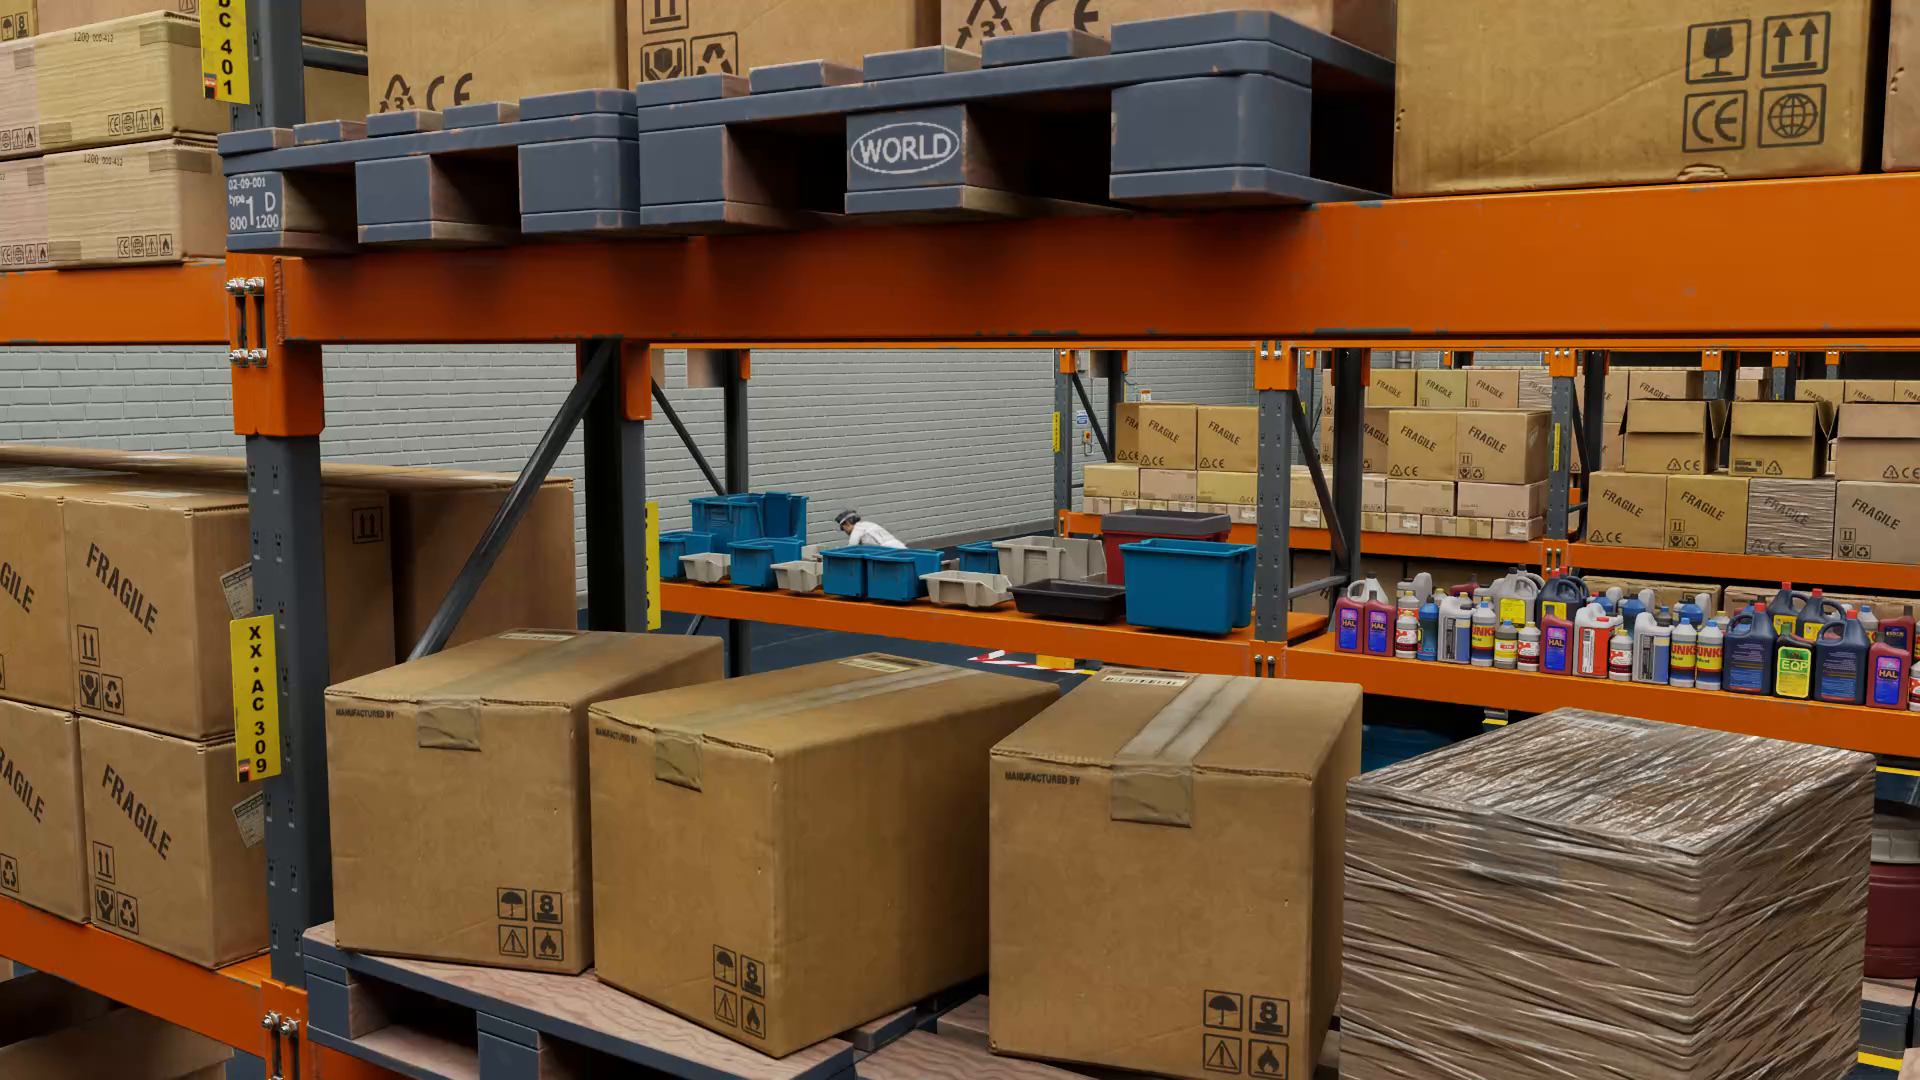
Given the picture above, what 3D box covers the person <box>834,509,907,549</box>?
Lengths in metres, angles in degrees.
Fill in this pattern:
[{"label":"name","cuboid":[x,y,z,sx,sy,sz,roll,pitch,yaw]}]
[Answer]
[{"label":"person","cuboid":[-0.951,0.166,17.614,0.818,0.983,0.491,4,8,33]}]
